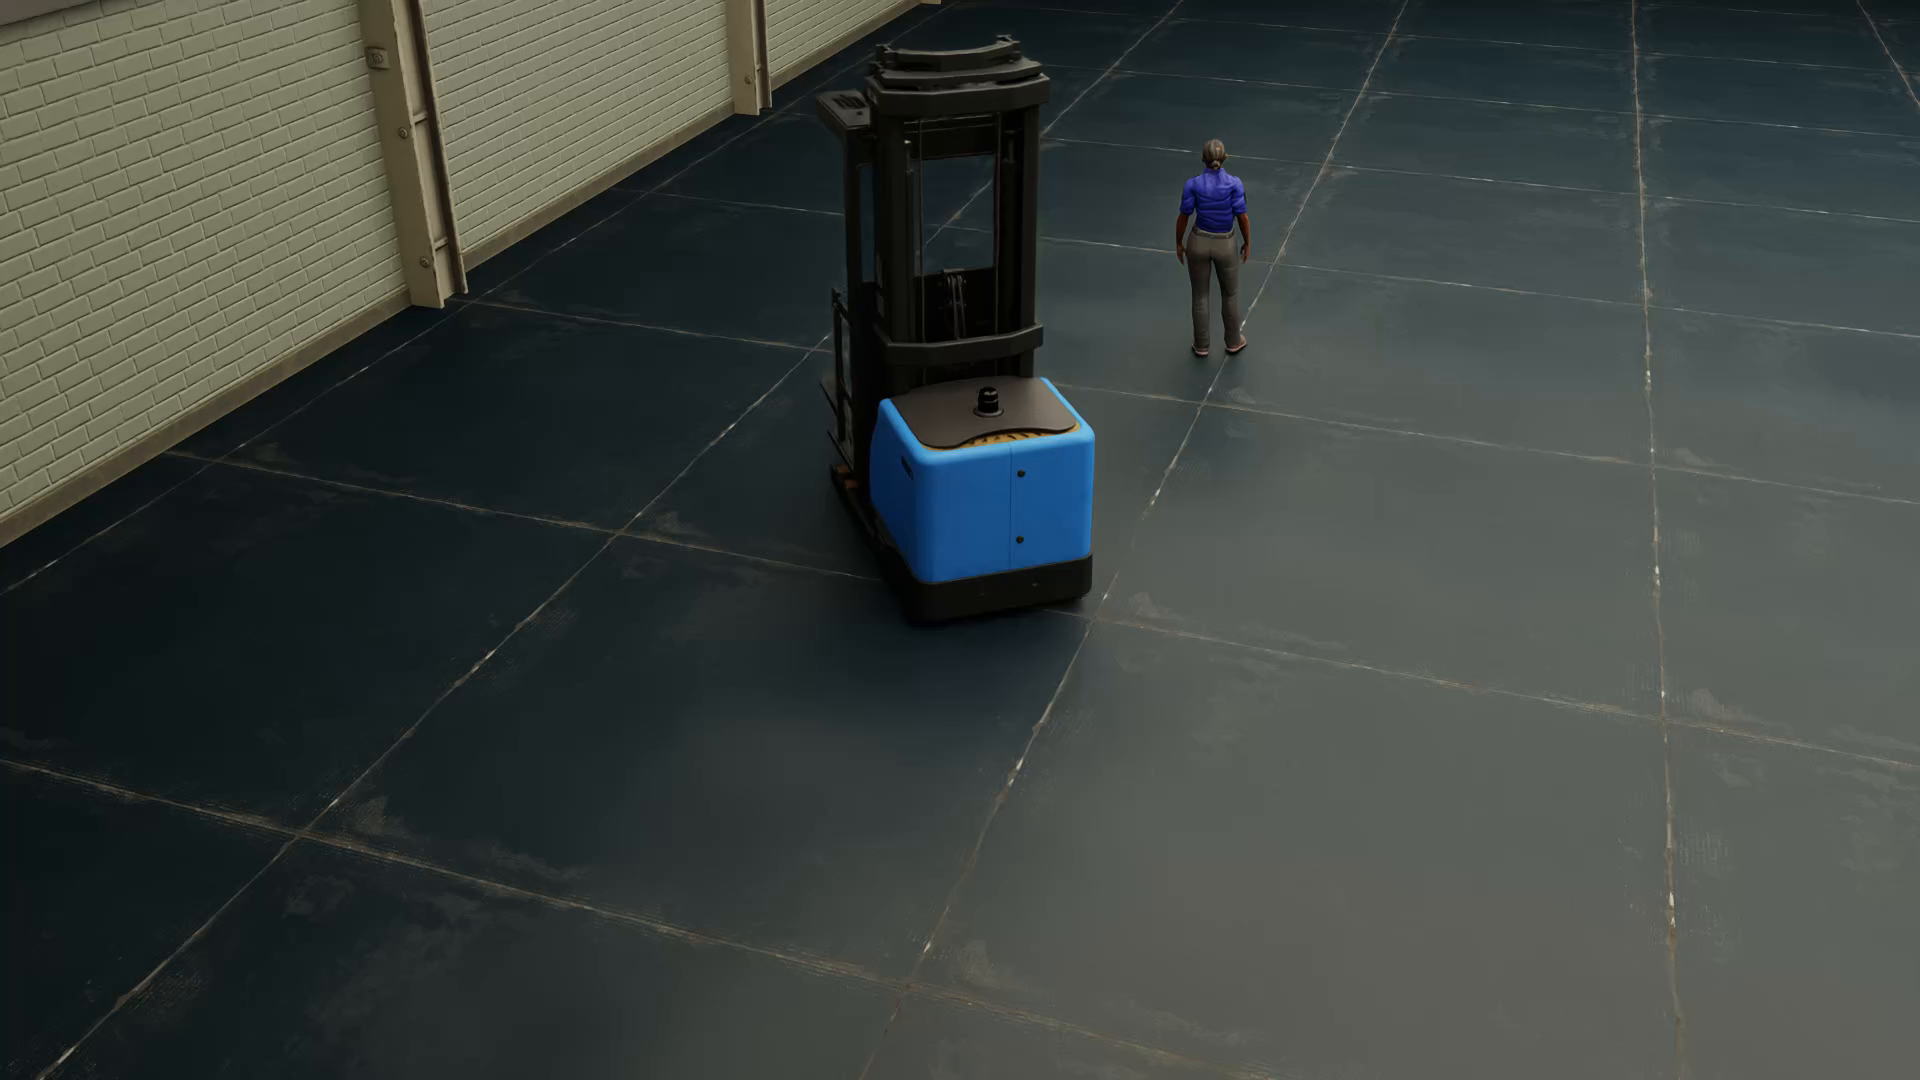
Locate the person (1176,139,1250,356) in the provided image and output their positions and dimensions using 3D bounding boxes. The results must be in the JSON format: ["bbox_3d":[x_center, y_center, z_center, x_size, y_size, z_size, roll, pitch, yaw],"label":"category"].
[{"bbox_3d":[1.871,-2.161,12.202,0.569,1.654,0.495,6,30,11],"label":"person"}]

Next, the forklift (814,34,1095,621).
[{"bbox_3d":[-0.191,-1.544,9.845,1.130,2.935,3.031,-9,31,-16],"label":"forklift"}]
